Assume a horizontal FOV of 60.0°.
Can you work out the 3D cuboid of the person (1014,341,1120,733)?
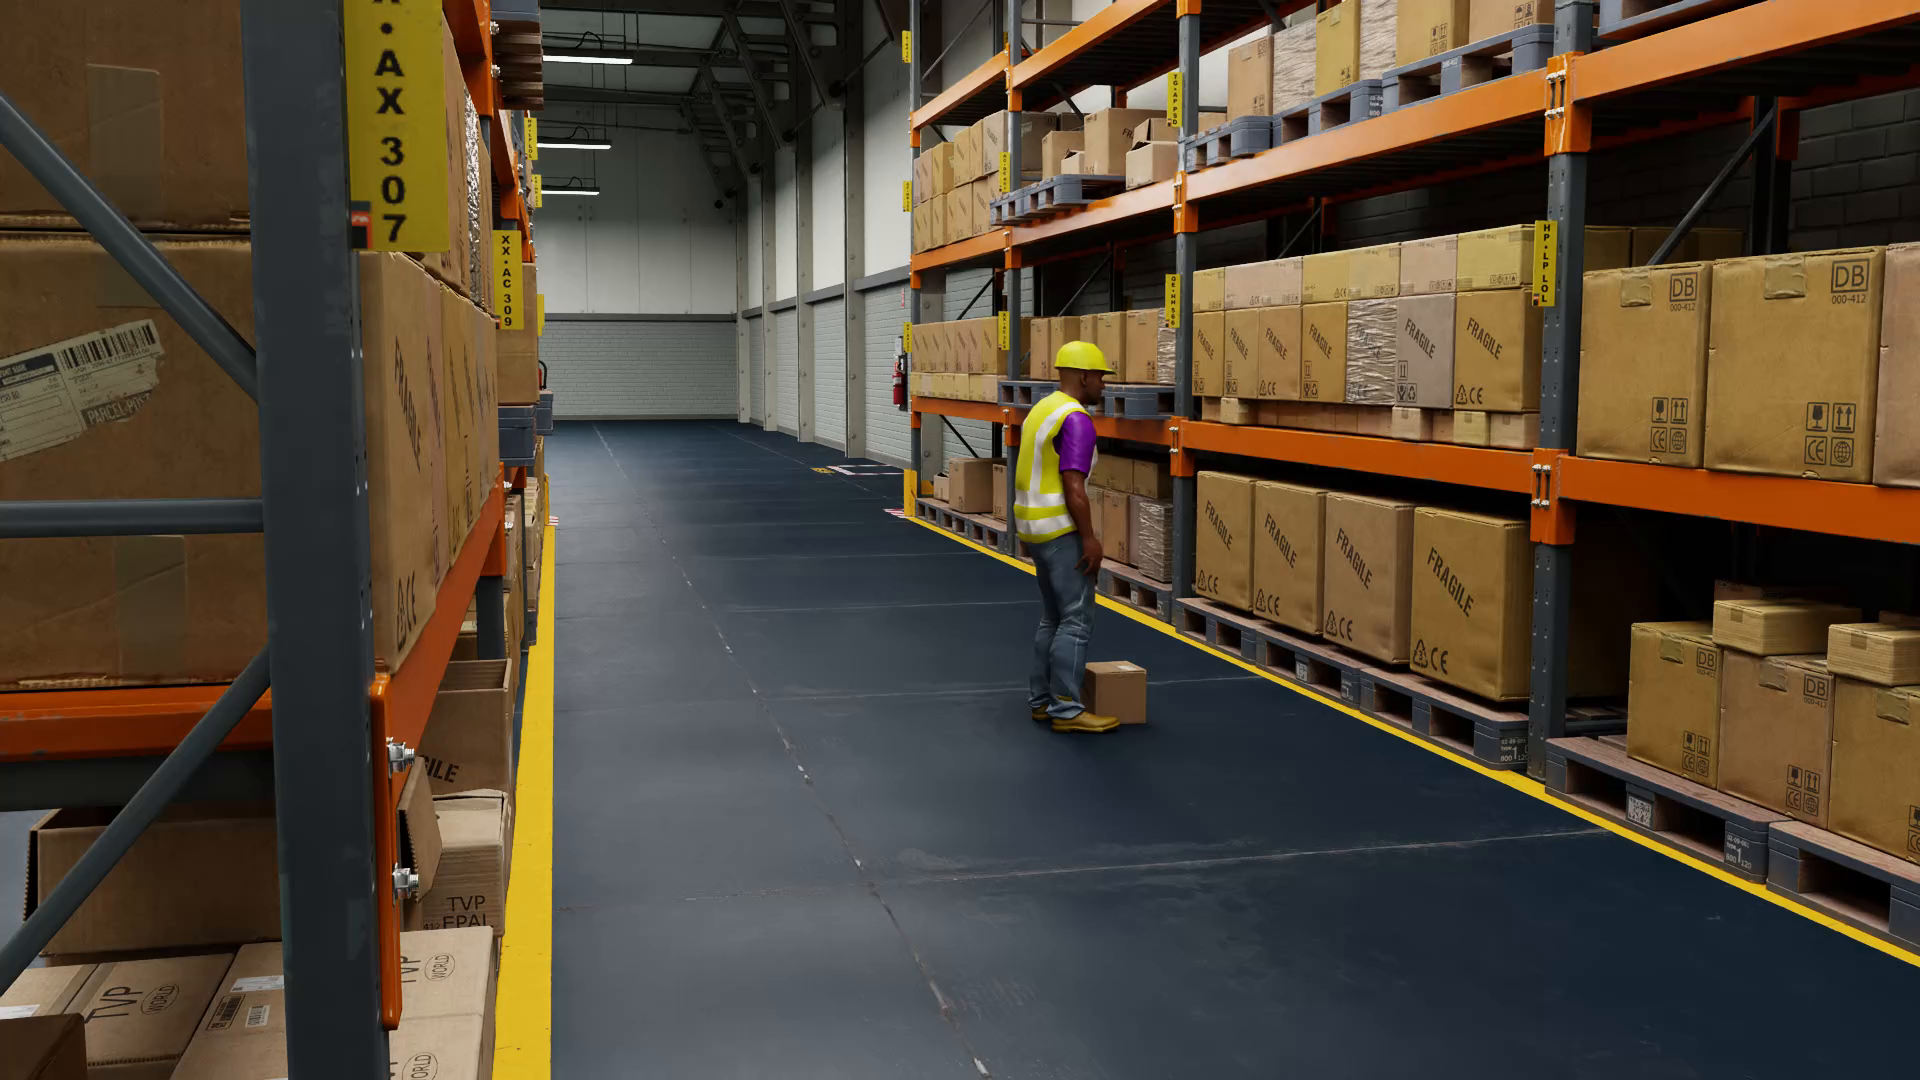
[{"bbox_3d":[0.495,-0.028,7.627,0.459,1.761,0.626,-2,6,-14],"label":"person"}]
